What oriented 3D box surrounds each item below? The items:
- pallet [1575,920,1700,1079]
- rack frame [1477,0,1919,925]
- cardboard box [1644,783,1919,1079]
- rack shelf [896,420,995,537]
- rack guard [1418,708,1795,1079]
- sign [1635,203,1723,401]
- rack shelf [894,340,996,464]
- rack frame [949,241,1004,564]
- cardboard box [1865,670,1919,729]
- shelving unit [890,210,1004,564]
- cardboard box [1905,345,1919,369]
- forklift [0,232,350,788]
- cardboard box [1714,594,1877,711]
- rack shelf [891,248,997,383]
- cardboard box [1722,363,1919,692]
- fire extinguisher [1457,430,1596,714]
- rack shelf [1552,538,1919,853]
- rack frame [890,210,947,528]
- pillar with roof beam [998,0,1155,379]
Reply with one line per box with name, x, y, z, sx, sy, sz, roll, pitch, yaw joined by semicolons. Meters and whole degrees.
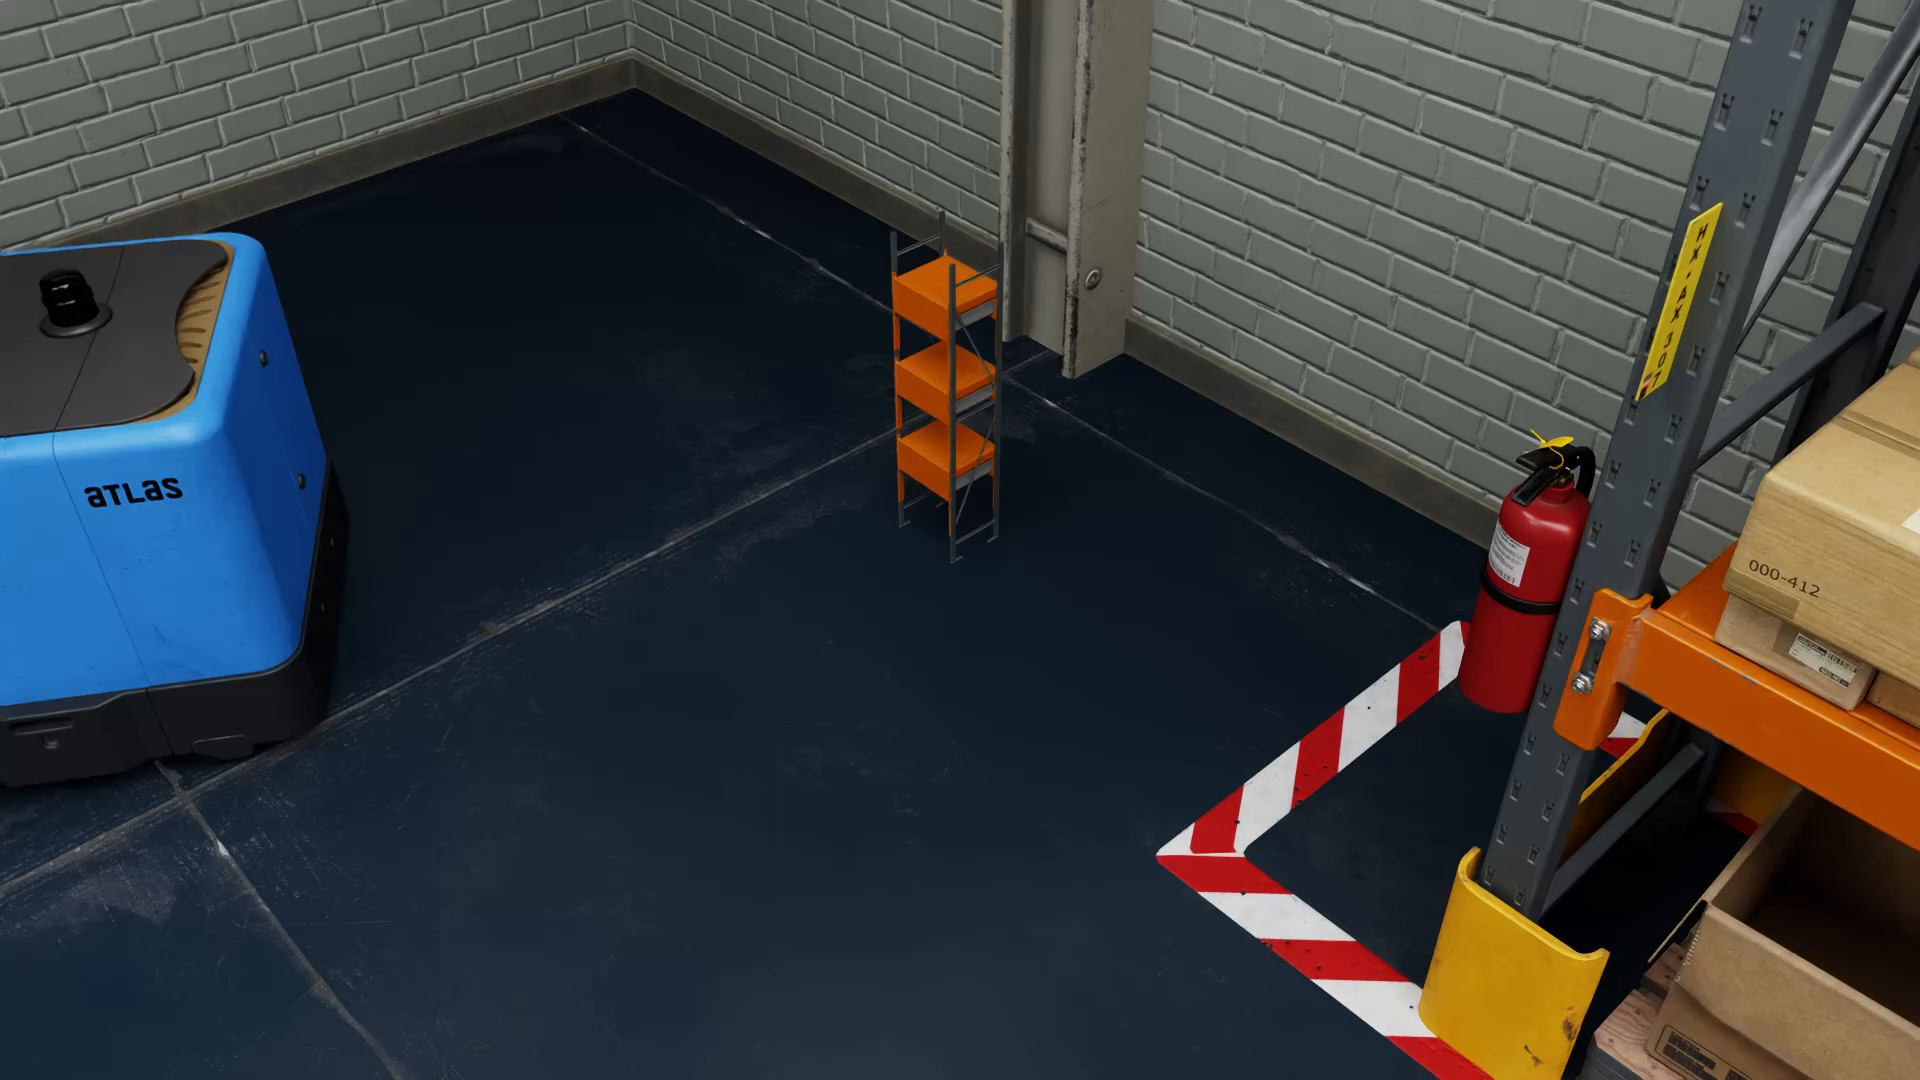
pallet;2.130;1.222;3.570;1.003;0.211;1.213;-30;48;-32
rack frame;1.539;-0.267;3.193;1.000;3.000;0.127;-30;48;-32
cardboard box;1.883;0.864;3.445;0.797;0.503;0.637;-32;49;-33
rack shelf;-0.036;-0.209;5.132;0.215;0.259;0.240;-30;48;-32
rack guard;1.590;0.741;3.935;1.175;0.500;0.348;-30;48;-32
sign;1.139;-0.373;2.636;0.100;0.325;0.005;-30;48;-32
rack shelf;-0.036;-0.425;4.957;0.215;0.259;0.240;-30;48;-32
rack frame;0.046;-0.377;4.881;0.200;1.050;0.008;-30;48;-32
cardboard box;1.765;0.197;2.818;0.380;0.149;0.250;-29;47;-31
shelving unit;-0.036;-0.433;4.951;0.215;1.050;0.252;-30;48;-32
cardboard box;2.045;-0.224;3.023;0.500;0.250;0.500;-29;47;-31
forklift;-3.310;-0.690;3.771;3.031;2.935;1.130;-7;40;-9
cardboard box;1.559;0.099;2.940;0.380;0.149;0.250;-30;48;-32
rack shelf;-0.036;-0.646;4.779;0.215;0.259;0.240;-30;48;-32
cardboard box;1.647;0.000;2.745;0.500;0.250;0.500;-30;47;-32
fire extinguisher;1.099;0.036;3.176;0.296;0.674;0.183;-30;48;-32
rack shelf;2.891;0.938;2.273;1.077;0.370;4.000;-30;48;-32
rack frame;-0.119;-0.490;5.021;0.200;1.050;0.008;-30;48;-32
pillar with roof beam;-2.792;-2.402;1.063;9.100;9.000;0.400;-30;48;-32
